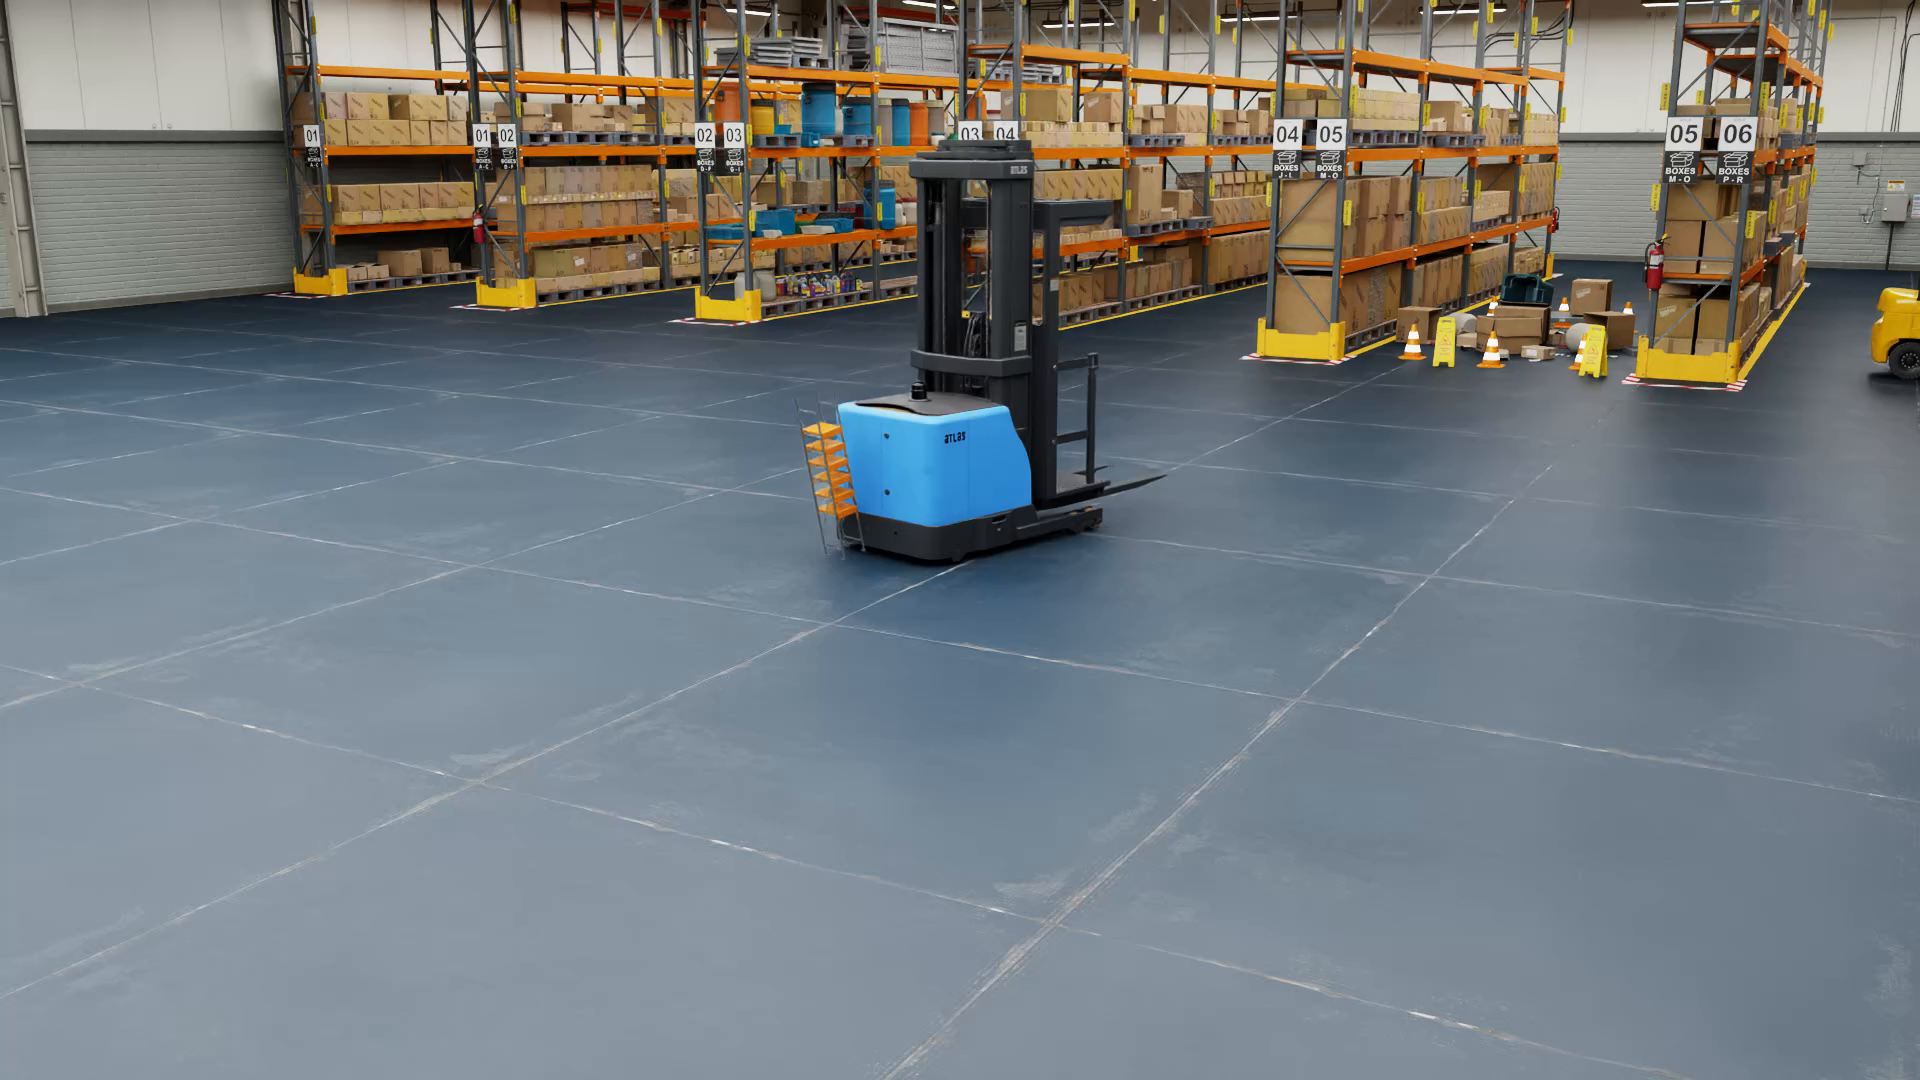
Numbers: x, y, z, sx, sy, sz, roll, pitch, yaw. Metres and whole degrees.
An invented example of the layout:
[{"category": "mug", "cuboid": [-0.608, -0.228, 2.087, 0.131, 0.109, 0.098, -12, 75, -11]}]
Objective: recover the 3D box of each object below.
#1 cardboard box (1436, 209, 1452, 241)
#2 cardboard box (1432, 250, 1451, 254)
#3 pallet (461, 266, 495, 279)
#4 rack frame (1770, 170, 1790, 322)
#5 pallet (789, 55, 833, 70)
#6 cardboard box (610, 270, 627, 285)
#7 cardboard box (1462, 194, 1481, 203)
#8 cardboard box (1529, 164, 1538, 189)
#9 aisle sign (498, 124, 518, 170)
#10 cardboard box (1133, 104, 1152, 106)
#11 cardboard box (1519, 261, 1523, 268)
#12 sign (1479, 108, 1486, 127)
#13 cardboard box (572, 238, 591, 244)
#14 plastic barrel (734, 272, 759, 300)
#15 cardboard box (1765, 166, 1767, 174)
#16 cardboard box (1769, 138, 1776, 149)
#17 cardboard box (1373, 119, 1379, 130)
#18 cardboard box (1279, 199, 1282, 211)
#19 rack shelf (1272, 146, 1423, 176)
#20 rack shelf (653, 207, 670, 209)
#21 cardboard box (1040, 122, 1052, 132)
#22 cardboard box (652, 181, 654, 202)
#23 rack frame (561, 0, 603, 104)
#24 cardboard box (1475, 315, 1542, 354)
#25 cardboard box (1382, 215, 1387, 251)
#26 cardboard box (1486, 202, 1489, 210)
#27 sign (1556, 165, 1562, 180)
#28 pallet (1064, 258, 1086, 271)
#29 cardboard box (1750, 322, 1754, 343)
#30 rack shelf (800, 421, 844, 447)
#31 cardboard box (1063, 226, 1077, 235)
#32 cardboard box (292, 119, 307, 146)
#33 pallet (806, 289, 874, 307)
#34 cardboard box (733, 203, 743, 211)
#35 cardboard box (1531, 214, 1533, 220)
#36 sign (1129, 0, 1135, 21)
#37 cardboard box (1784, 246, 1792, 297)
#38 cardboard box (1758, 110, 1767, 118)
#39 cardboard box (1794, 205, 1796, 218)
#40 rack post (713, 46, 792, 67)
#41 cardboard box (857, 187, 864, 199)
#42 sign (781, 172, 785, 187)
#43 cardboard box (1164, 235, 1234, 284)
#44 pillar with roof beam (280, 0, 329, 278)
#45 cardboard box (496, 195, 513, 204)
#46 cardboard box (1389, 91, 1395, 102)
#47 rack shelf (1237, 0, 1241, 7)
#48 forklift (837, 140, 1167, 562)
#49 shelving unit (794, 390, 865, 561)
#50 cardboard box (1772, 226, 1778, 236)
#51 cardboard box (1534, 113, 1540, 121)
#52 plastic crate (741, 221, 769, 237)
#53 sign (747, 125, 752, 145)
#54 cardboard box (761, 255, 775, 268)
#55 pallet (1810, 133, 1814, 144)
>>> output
[{"category": "cardboard box", "cuboid": [7.895, -5.275, 27.799, 0.500, 0.500, 0.500, 8, 16, 29]}, {"category": "cardboard box", "cuboid": [8.707, -5.183, 30.468, 0.500, 0.250, 0.500, 7, 15, 27]}, {"category": "pallet", "cuboid": [-10.254, -5.909, 36.594, 1.003, 0.211, 1.213, 7, 15, 28]}, {"category": "rack frame", "cuboid": [12.988, -5.119, 27.367, 1.000, 3.000, 0.127, 7, 15, 28]}, {"category": "pallet", "cuboid": [-2.919, -8.189, 28.557, 1.003, 0.211, 1.213, 7, 15, 28]}, {"category": "cardboard box", "cuboid": [-6.803, -5.086, 32.201, 0.500, 0.250, 0.500, 7, 15, 28]}, {"category": "cardboard box", "cuboid": [9.249, -6.209, 30.257, 0.380, 0.149, 0.250, 7, 15, 28]}, {"category": "cardboard box", "cuboid": [11.479, -7.432, 33.980, 0.500, 0.500, 0.500, 8, 16, 29]}, {"category": "aisle sign", "cuboid": [-7.988, -6.939, 29.370, 0.394, 0.787, 0.004, 7, 15, 28]}, {"category": "cardboard box", "cuboid": [3.375, -7.717, 30.462, 0.500, 0.500, 0.500, 7, 15, 26]}, {"category": "cardboard box", "cuboid": [11.412, -5.706, 34.353, 0.380, 0.149, 0.250, 8, 16, 31]}, {"category": "sign", "cuboid": [9.088, -7.343, 28.918, 0.100, 0.325, 0.005, 7, 15, 28]}, {"category": "cardboard box", "cuboid": [-8.998, -6.771, 38.612, 0.700, 0.500, 0.500, 8, 16, 29]}, {"category": "plastic barrel", "cuboid": [-3.639, -4.300, 28.382, 0.421, 0.512, 0.421, 0, 14, 0]}, {"category": "cardboard box", "cuboid": [15.015, -6.931, 31.151, 0.380, 0.149, 0.250, 8, 16, 29]}, {"category": "cardboard box", "cuboid": [11.169, -5.535, 23.228, 0.380, 0.149, 0.250, 7, 15, 28]}, {"category": "cardboard box", "cuboid": [5.673, -5.848, 23.417, 0.380, 0.149, 0.250, 7, 15, 28]}, {"category": "cardboard box", "cuboid": [6.703, -7.201, 35.688, 0.500, 0.250, 0.500, 7, 15, 27]}, {"category": "rack shelf", "cuboid": [5.705, -5.537, 24.234, 1.077, 0.370, 4.000, 7, 15, 28]}, {"category": "rack shelf", "cuboid": [-7.728, -7.986, 40.794, 1.077, 0.370, 4.000, 7, 15, 28]}, {"category": "cardboard box", "cuboid": [1.199, -6.366, 25.608, 0.380, 0.149, 0.250, 8, 16, 30]}, {"category": "cardboard box", "cuboid": [-7.734, -8.407, 40.115, 0.500, 0.500, 0.500, 7, 15, 28]}, {"category": "rack frame", "cuboid": [-8.695, -10.842, 38.305, 1.000, 3.000, 0.127, 7, 15, 28]}, {"category": "cardboard box", "cuboid": [7.754, -2.911, 23.536, 0.797, 0.503, 0.637, -3, 14, -11]}, {"category": "cardboard box", "cuboid": [5.894, -4.622, 24.983, 0.875, 0.550, 0.550, 7, 15, 28]}, {"category": "cardboard box", "cuboid": [9.637, -6.227, 30.966, 0.380, 0.149, 0.250, 7, 15, 28]}, {"category": "sign", "cuboid": [12.949, -7.950, 35.965, 0.100, 0.325, 0.005, 7, 15, 28]}, {"category": "pallet", "cuboid": [2.232, -6.423, 38.727, 1.003, 0.211, 1.213, 7, 15, 28]}, {"category": "cardboard box", "cuboid": [10.755, -2.904, 23.149, 0.500, 0.250, 0.500, 7, 15, 27]}, {"category": "rack shelf", "cuboid": [-0.972, -0.747, 11.725, 0.180, 0.103, 0.258, -26, 27, -36]}, {"category": "cardboard box", "cuboid": [1.404, -5.219, 26.932, 0.875, 0.500, 0.500, 7, 15, 28]}, {"category": "cardboard box", "cuboid": [-12.583, -7.915, 32.308, 0.500, 0.500, 0.500, 9, 16, 32]}, {"category": "pallet", "cuboid": [-2.318, -4.494, 30.723, 1.003, 0.211, 1.213, 7, 15, 28]}, {"category": "cardboard box", "cuboid": [-4.959, -7.160, 36.023, 0.500, 0.311, 0.500, 7, 15, 27]}, {"category": "cardboard box", "cuboid": [11.749, -6.769, 34.746, 0.380, 0.149, 0.250, 8, 16, 29]}, {"category": "sign", "cuboid": [2.845, -8.765, 27.528, 0.100, 0.325, 0.005, 7, 15, 28]}, {"category": "cardboard box", "cuboid": [14.262, -4.788, 29.633, 0.875, 0.875, 0.875, 8, 16, 30]}, {"category": "cardboard box", "cuboid": [9.940, -5.392, 20.934, 0.380, 0.149, 0.250, 7, 15, 28]}, {"category": "cardboard box", "cuboid": [14.686, -5.888, 29.812, 0.500, 0.250, 0.500, 8, 16, 29]}, {"category": "rack post", "cuboid": [-3.413, -7.976, 27.483, 0.937, 0.300, 0.954, 9, 16, 34]}, {"category": "cardboard box", "cuboid": [-2.406, -8.366, 40.621, 0.500, 0.500, 0.500, 8, 16, 29]}, {"category": "sign", "cuboid": [-3.870, -7.866, 36.289, 0.100, 0.325, 0.005, 7, 15, 28]}, {"category": "cardboard box", "cuboid": [4.665, -5.552, 32.802, 1.225, 0.875, 0.875, 7, 15, 25]}, {"category": "pillar with roof beam", "cuboid": [-9.213, -8.954, 30.476, 9.100, 9.000, 0.400, 7, 15, 28]}, {"category": "cardboard box", "cuboid": [-8.207, -6.188, 30.202, 0.380, 0.149, 0.250, 7, 15, 27]}, {"category": "cardboard box", "cuboid": [6.041, -6.392, 23.973, 0.380, 0.149, 0.250, 8, 16, 29]}, {"category": "rack shelf", "cuboid": [5.280, -10.835, 32.718, 1.077, 0.370, 4.000, 7, 15, 28]}, {"category": "forklift", "cuboid": [0.459, -1.548, 12.700, 1.130, 2.935, 3.031, 12, 18, 41]}, {"category": "shelving unit", "cuboid": [-0.924, -0.457, 11.840, 0.189, 1.200, 0.258, -26, 27, -36]}, {"category": "cardboard box", "cuboid": [12.253, -4.722, 25.361, 0.380, 0.149, 0.250, 8, 16, 30]}, {"category": "cardboard box", "cuboid": [11.570, -8.598, 33.802, 0.380, 0.149, 0.250, 8, 16, 31]}, {"category": "plastic crate", "cuboid": [-3.591, -5.359, 28.678, 0.499, 0.251, 0.408, 7, 15, 28]}, {"category": "sign", "cuboid": [-3.411, -6.561, 26.929, 0.100, 0.325, 0.005, 7, 15, 28]}, {"category": "cardboard box", "cuboid": [-4.398, -6.097, 36.394, 0.500, 0.250, 0.500, 8, 16, 29]}, {"category": "pallet", "cuboid": [15.917, -7.771, 32.155, 1.003, 0.211, 1.213, 7, 15, 28]}]
